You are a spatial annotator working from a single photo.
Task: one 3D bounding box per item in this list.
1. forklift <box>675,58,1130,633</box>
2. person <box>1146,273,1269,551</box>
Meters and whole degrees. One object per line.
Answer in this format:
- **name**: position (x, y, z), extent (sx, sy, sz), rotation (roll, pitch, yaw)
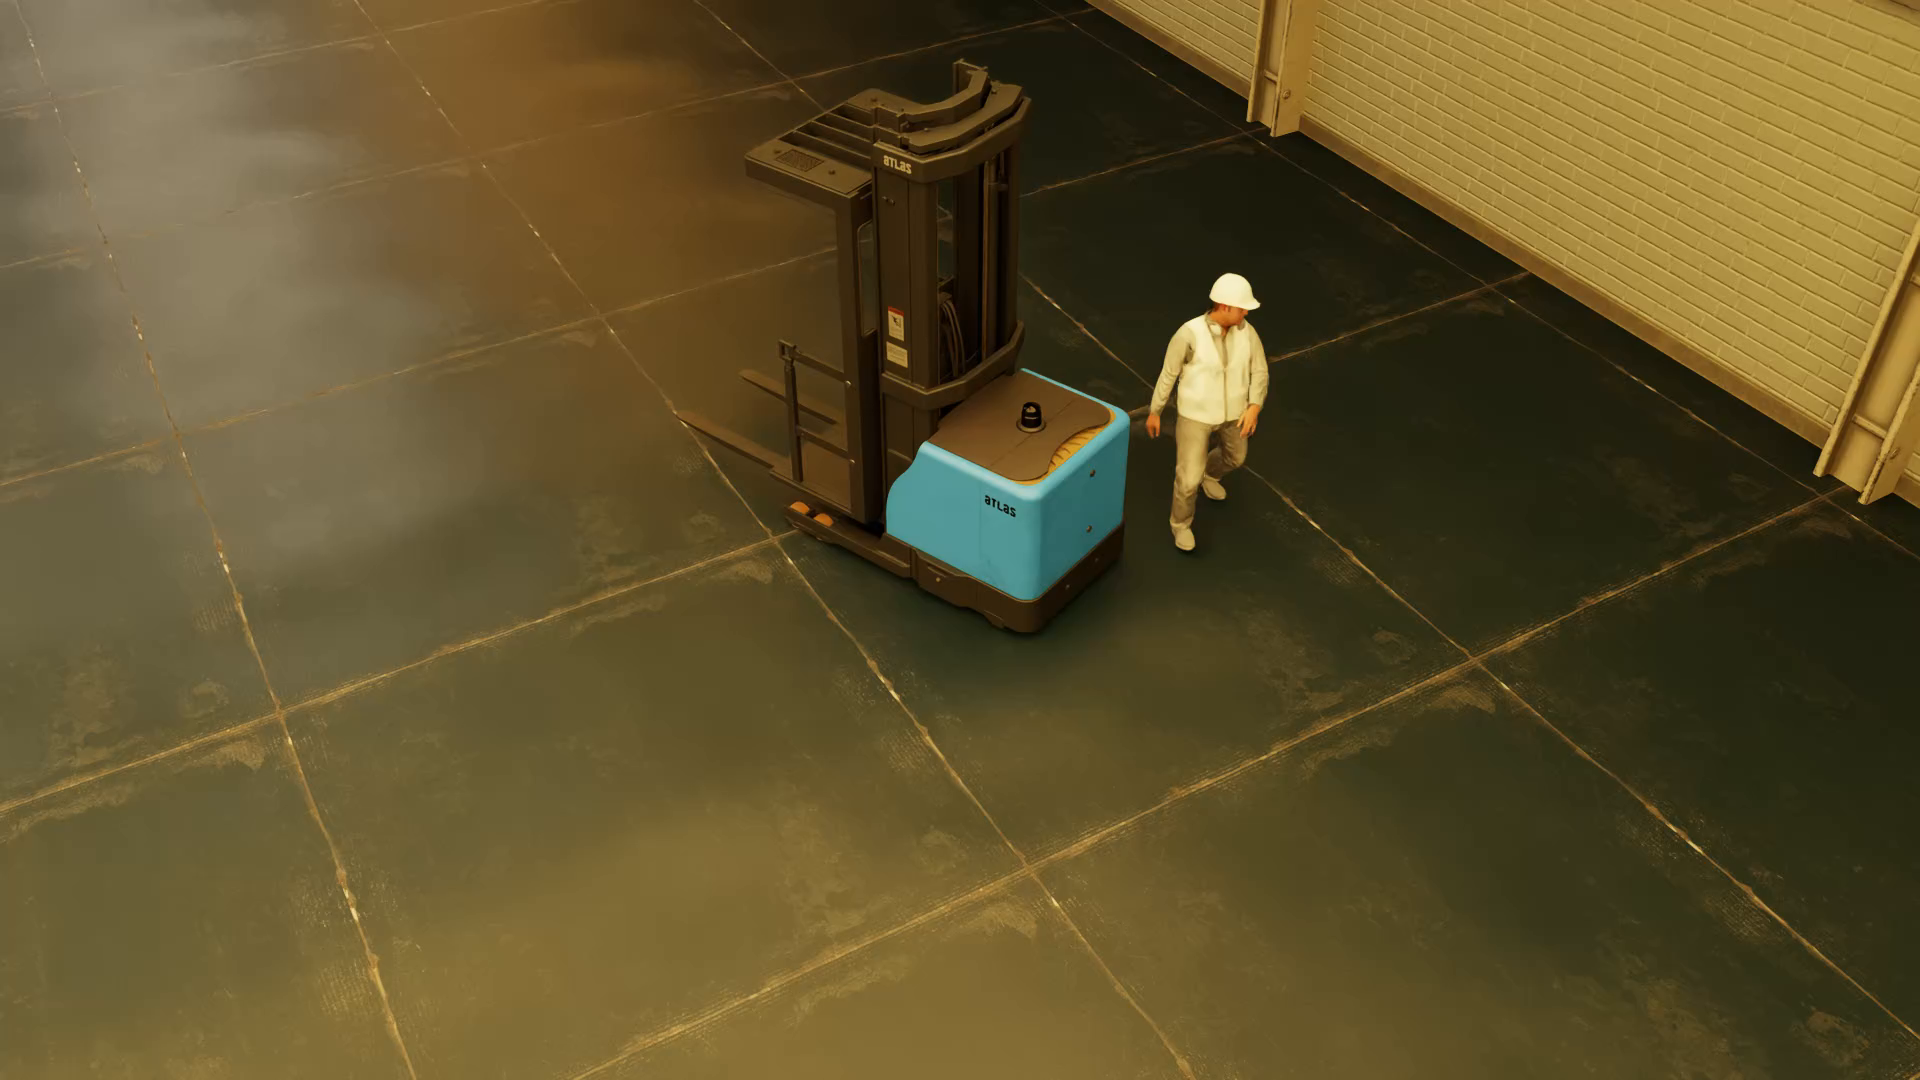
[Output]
- **forklift**: position (-0.481, -1.366, 9.683), extent (3.031, 2.935, 1.130), rotation (26, 46, 28)
- **person**: position (1.469, -0.764, 9.944), extent (0.703, 1.686, 0.788), rotation (-14, 42, -17)
